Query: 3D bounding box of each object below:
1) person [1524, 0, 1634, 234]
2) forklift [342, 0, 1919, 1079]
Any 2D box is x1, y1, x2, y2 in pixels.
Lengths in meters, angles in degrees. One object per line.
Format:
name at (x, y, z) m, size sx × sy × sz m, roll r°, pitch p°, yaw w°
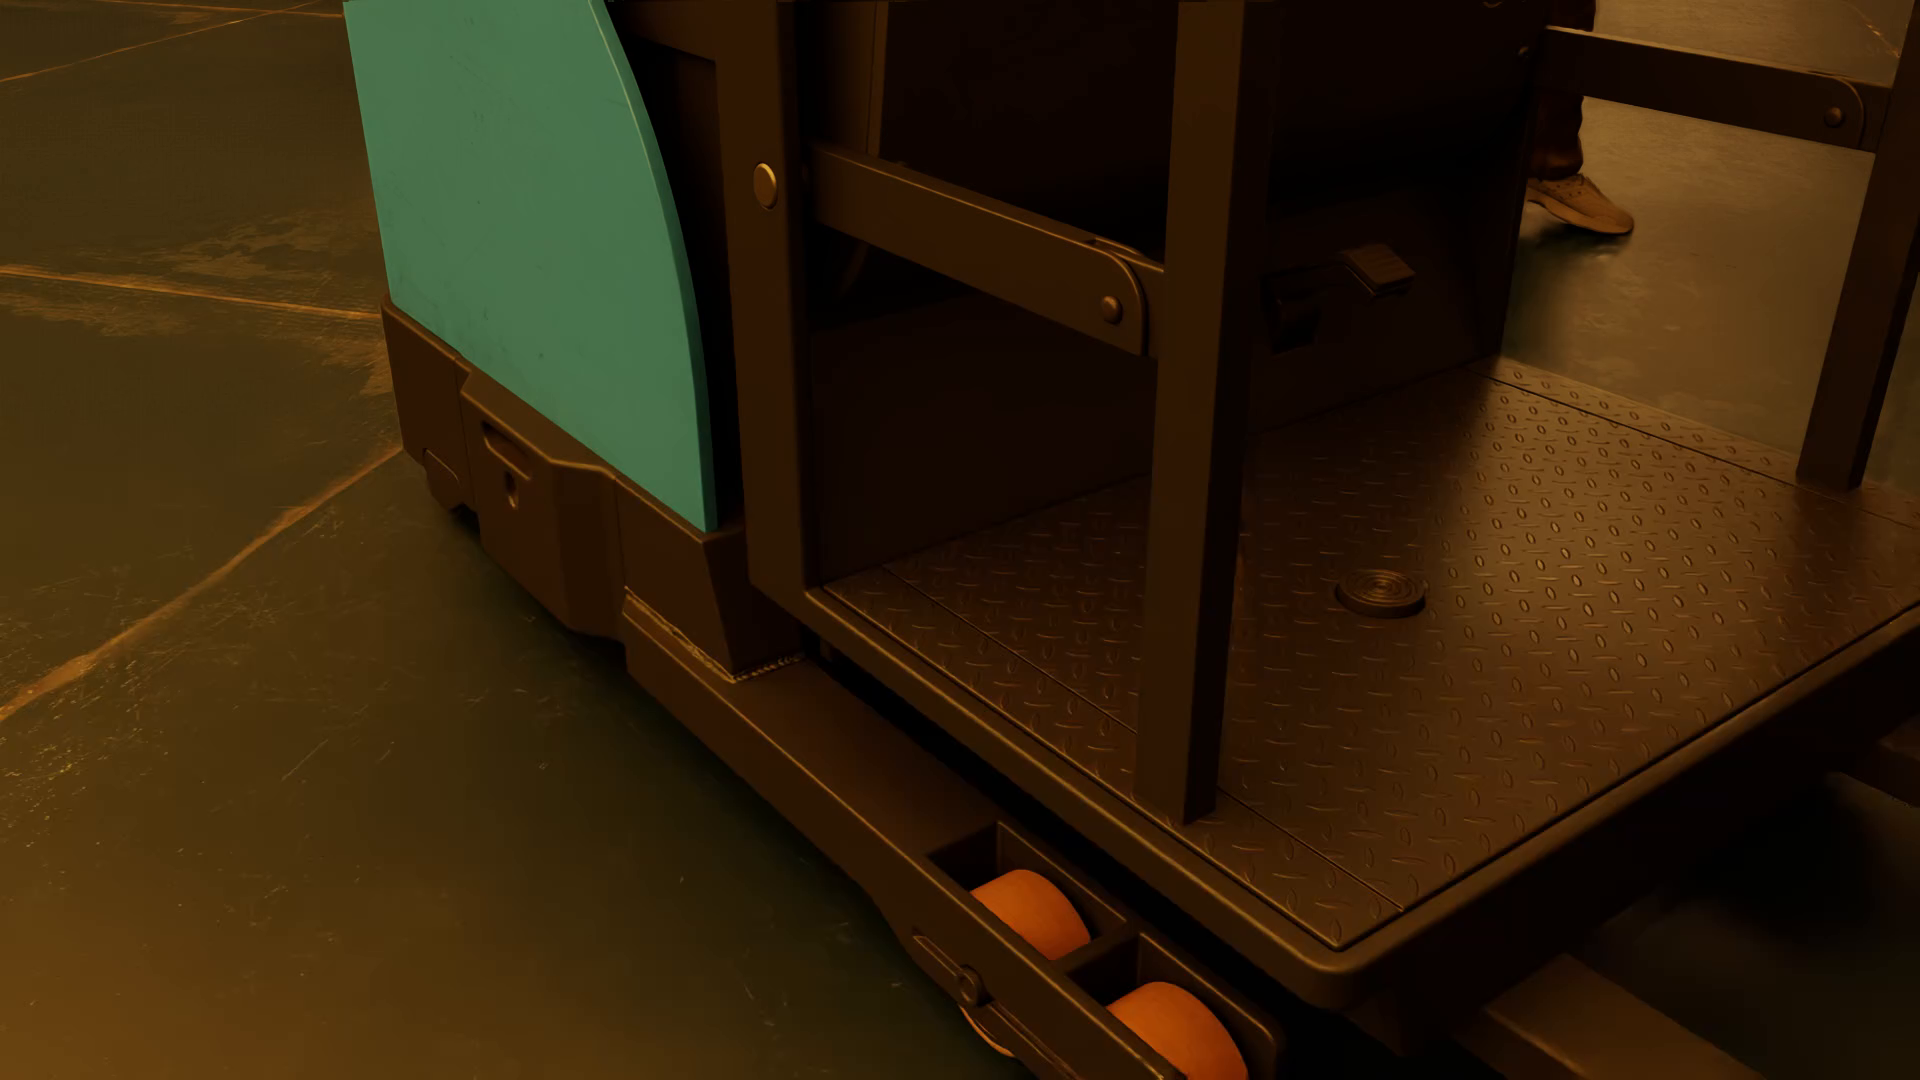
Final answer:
person at (1.164, -1.405, 3.529) m, size 0.829 × 1.599 × 0.804 m, roll 3°, pitch 27°, yaw 6°
forklift at (0.402, -1.009, 1.254) m, size 1.130 × 2.935 × 3.031 m, roll -19°, pitch 33°, yaw -32°
